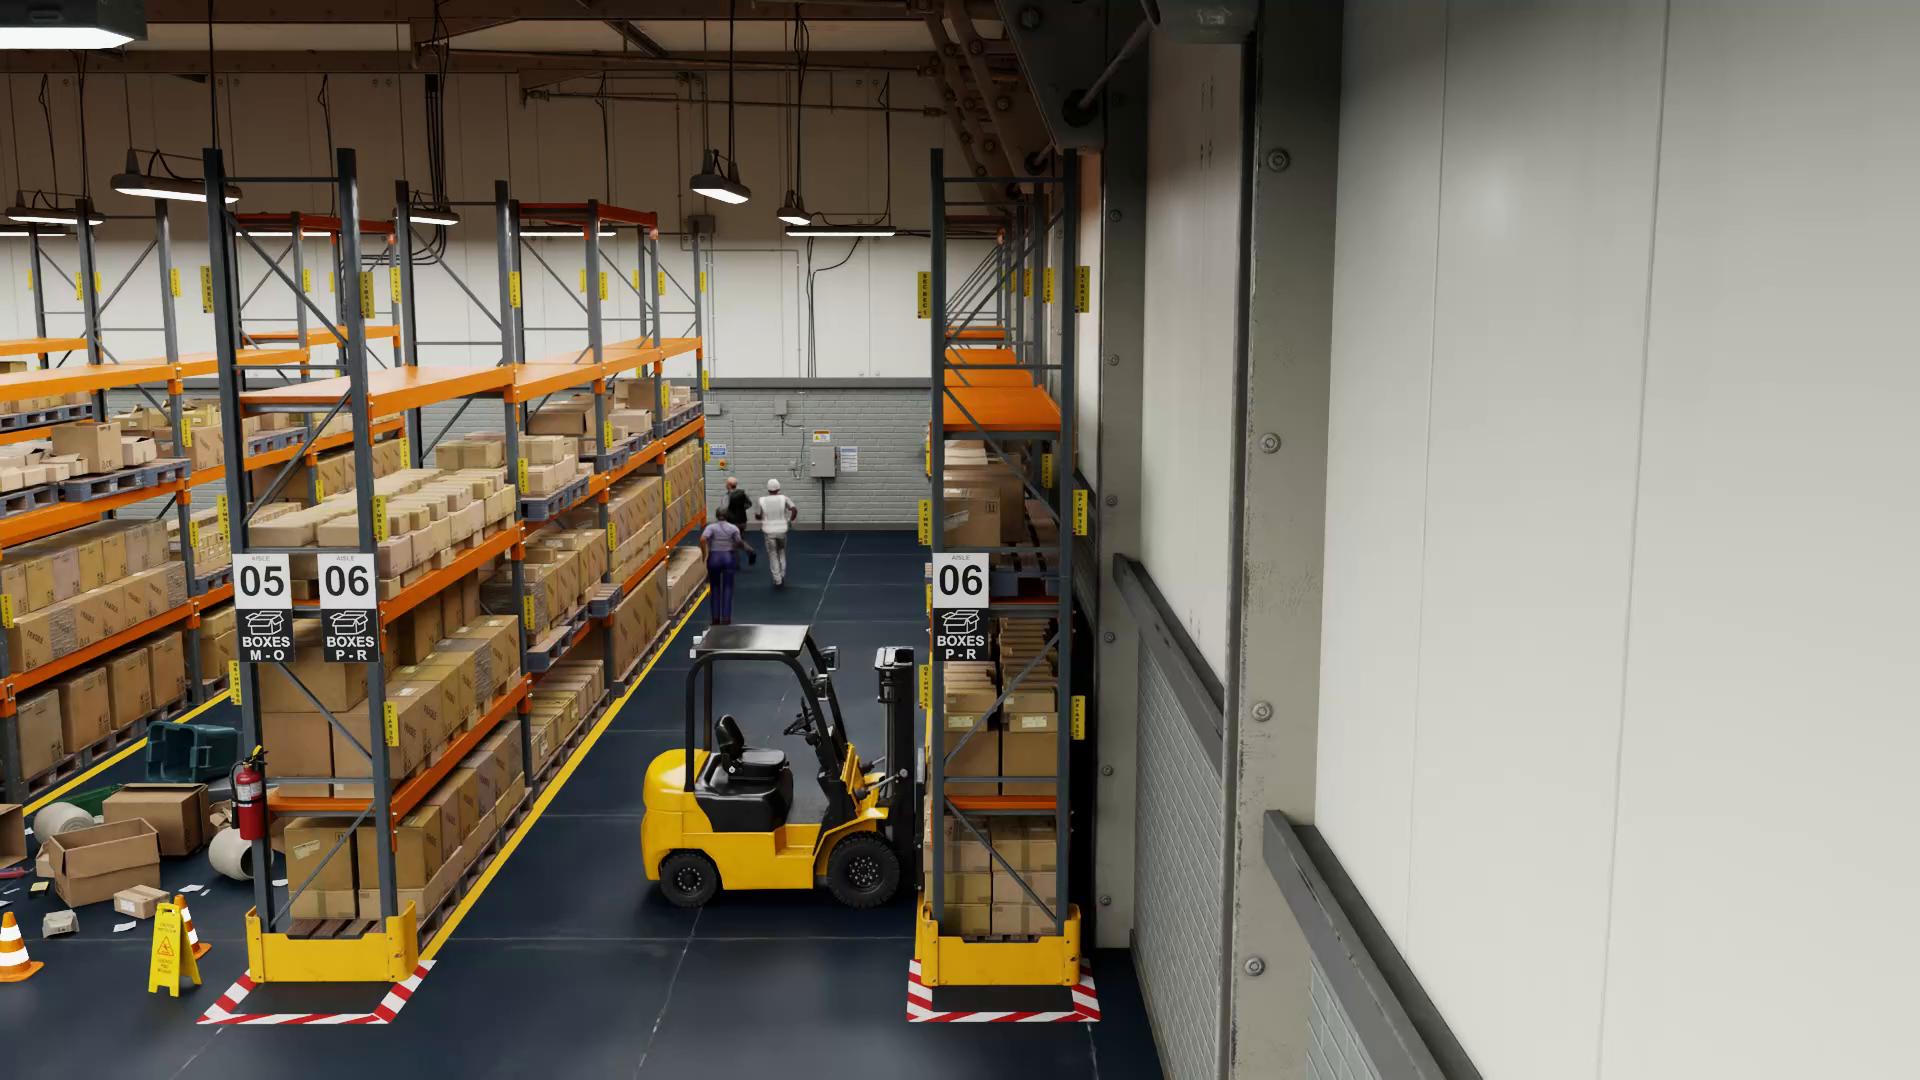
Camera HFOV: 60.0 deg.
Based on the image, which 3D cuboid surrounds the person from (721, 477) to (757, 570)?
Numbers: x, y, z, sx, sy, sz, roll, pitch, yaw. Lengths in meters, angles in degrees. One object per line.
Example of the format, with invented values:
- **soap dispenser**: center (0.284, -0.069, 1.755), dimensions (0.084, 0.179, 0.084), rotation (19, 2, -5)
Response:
- **person**: center (-3.947, -0.274, 28.978), dimensions (0.664, 1.675, 0.723), rotation (8, 12, 41)

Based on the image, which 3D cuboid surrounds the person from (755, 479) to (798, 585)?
- **person**: center (-3.058, -0.114, 27.515), dimensions (0.659, 1.814, 0.756), rotation (-3, 10, -17)

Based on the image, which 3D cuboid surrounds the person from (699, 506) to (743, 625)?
- **person**: center (-3.310, 0.398, 23.131), dimensions (0.571, 1.763, 0.714), rotation (-1, 9, -3)
